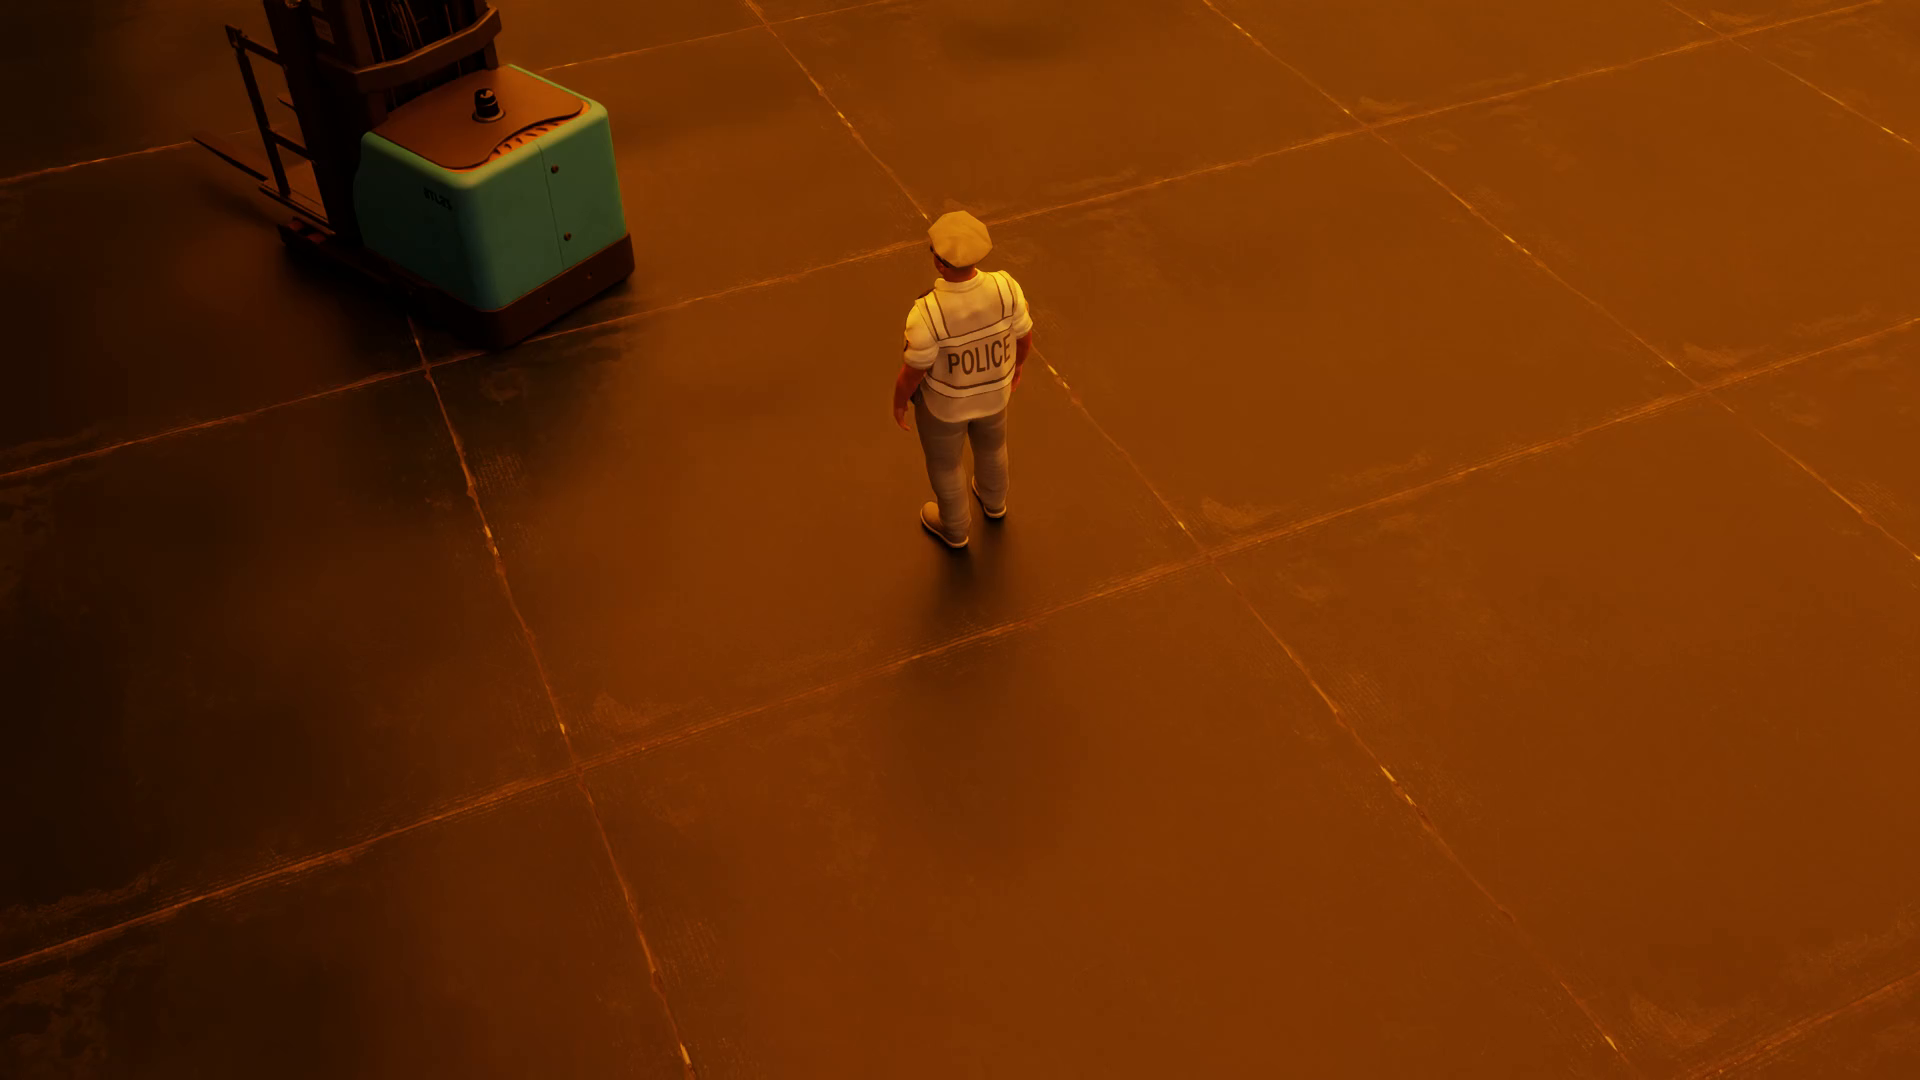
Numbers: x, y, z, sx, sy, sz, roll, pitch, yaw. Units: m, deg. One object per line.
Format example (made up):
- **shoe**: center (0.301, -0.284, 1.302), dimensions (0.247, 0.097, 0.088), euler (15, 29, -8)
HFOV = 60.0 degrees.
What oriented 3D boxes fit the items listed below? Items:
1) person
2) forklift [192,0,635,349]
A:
- **person**: center (-0.021, -0.708, 7.271), dimensions (0.640, 1.781, 0.575), euler (-18, 46, -18)
- **forklift**: center (-3.299, -2.923, 8.812), dimensions (3.031, 2.935, 1.130), euler (28, 50, 27)
